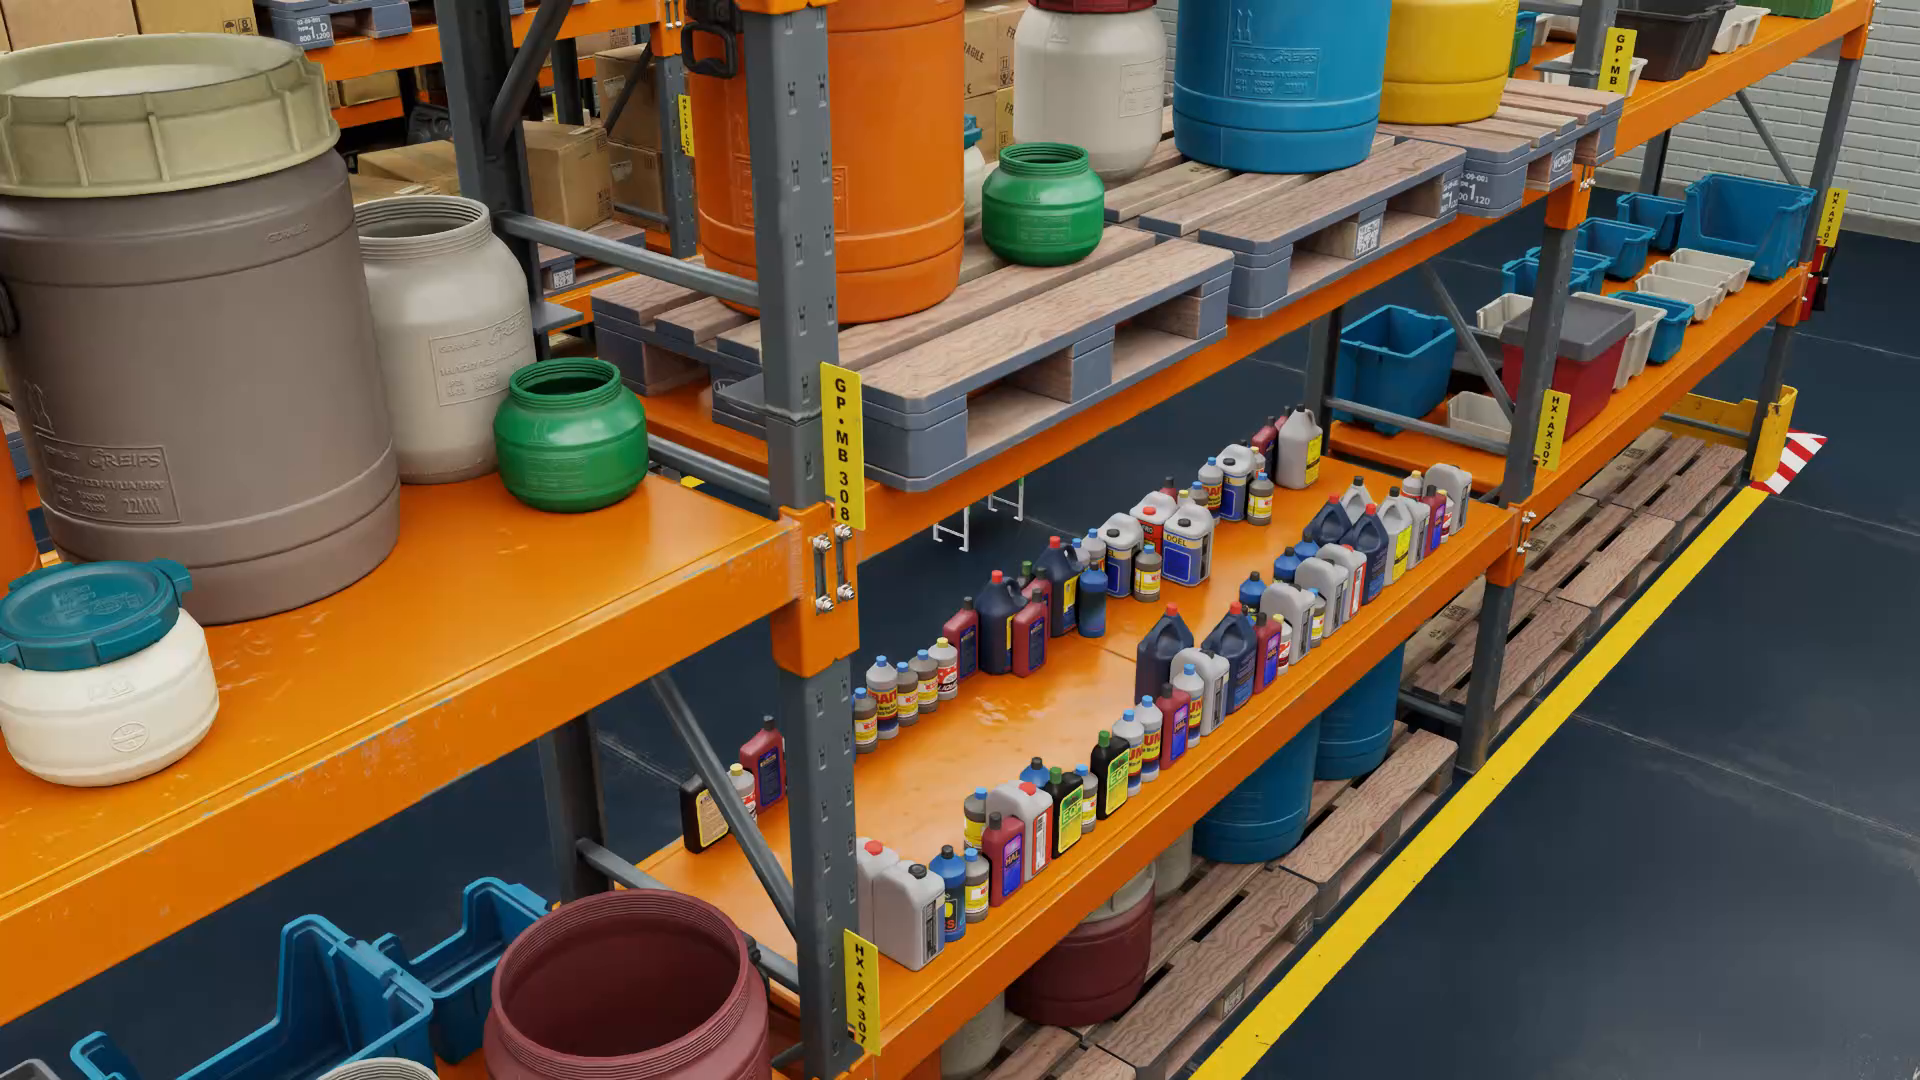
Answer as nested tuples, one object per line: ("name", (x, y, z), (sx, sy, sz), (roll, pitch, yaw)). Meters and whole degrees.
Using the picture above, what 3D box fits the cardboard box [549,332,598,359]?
("cardboard box", (-2.423, -0.901, 9.968), (0.500, 0.500, 0.500), (19, 33, 32))

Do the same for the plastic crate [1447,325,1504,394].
("plastic crate", (2.397, -0.847, 7.856), (0.437, 0.125, 0.590), (21, 34, 34))

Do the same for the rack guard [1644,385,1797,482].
("rack guard", (4.442, -0.787, 10.228), (1.175, 0.500, 0.348), (21, 34, 34))

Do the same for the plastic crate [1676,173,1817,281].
("plastic crate", (4.367, -1.754, 9.273), (0.616, 0.435, 0.499), (21, 34, 34))

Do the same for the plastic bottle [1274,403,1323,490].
("plastic bottle", (1.392, -0.401, 6.814), (0.144, 0.351, 0.185), (21, 34, 34))

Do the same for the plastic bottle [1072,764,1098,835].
("plastic bottle", (0.346, 0.736, 4.779), (0.097, 0.201, 0.097), (0, 27, 0))

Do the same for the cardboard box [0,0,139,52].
("cardboard box", (-3.896, -2.220, 6.903), (0.910, 0.500, 0.500), (21, 34, 34))

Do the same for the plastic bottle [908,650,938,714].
("plastic bottle", (-0.118, 0.447, 5.338), (0.097, 0.201, 0.097), (0, 27, 0))

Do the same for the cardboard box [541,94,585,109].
("cardboard box", (-3.651, -3.970, 15.218), (0.380, 0.149, 0.250), (21, 34, 35))

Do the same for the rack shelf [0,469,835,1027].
("rack shelf", (-1.924, 0.648, 2.252), (1.077, 0.370, 4.000), (21, 34, 34))

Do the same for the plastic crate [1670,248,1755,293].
("plastic crate", (4.057, -1.453, 9.015), (0.396, 0.136, 0.243), (21, 34, 34))

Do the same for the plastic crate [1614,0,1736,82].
("plastic crate", (2.894, -2.101, 6.925), (0.497, 0.269, 0.590), (21, 34, 34))

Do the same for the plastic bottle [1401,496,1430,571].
("plastic bottle", (1.658, -0.048, 6.214), (0.152, 0.276, 0.135), (21, 34, 34))

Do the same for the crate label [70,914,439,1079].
("crate label", (-1.493, 1.209, 3.610), (0.502, 0.435, 0.616), (21, 34, 34))

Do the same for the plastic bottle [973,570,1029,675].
("plastic bottle", (0.136, 0.256, 5.545), (0.144, 0.351, 0.185), (21, 34, 34))

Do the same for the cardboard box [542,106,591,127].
("cardboard box", (-3.517, -3.769, 14.828), (0.380, 0.149, 0.250), (20, 34, 34))

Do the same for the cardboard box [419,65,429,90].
("cardboard box", (-4.471, -4.201, 13.780), (0.980, 0.700, 0.700), (19, 33, 32))

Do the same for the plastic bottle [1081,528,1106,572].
("plastic bottle", (0.472, 0.087, 5.958), (0.097, 0.271, 0.097), (0, 27, 0))

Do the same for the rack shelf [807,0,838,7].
("rack shelf", (0.620, -1.925, 4.396), (1.077, 0.370, 4.000), (21, 34, 34))

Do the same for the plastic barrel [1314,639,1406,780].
("plastic barrel", (1.533, 0.466, 6.911), (0.600, 0.901, 0.708), (21, 34, 34))

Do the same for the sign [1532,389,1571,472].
("sign", (2.315, -0.428, 6.512), (0.100, 0.325, 0.005), (21, 34, 34))

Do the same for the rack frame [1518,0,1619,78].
("rack frame", (1.892, -3.132, 5.510), (1.000, 3.000, 0.127), (21, 34, 34))

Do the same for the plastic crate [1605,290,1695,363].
("plastic crate", (3.328, -1.034, 8.102), (0.416, 0.233, 0.300), (21, 34, 34))

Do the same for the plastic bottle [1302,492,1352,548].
("plastic bottle", (1.331, 0.000, 6.039), (0.144, 0.351, 0.185), (21, 34, 34))

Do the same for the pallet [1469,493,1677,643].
("pallet", (3.106, 0.065, 8.895), (1.003, 0.211, 1.213), (21, 34, 34))

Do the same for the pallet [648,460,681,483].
("pallet", (-2.416, -0.378, 9.751), (1.003, 0.211, 1.213), (21, 34, 34))

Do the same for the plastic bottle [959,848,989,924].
("plastic bottle", (0.029, 0.913, 4.437), (0.097, 0.201, 0.097), (0, 27, 0))

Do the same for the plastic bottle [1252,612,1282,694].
("plastic bottle", (0.993, 0.353, 5.431), (0.061, 0.283, 0.133), (21, 34, 34))

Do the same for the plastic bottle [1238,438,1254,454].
("plastic bottle", (1.124, -0.276, 6.660), (0.097, 0.271, 0.097), (0, 27, 0))

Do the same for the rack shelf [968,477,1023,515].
("rack shelf", (0.105, -0.322, 9.227), (0.258, 0.148, 0.480), (21, 34, 34))

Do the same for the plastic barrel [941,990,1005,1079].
("plastic barrel", (-0.064, 1.465, 5.404), (0.421, 0.512, 0.421), (0, 27, 0))

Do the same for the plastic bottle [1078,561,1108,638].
("plastic bottle", (0.460, 0.198, 5.743), (0.097, 0.271, 0.097), (0, 27, 0))

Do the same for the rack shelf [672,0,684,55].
("rack shelf", (-0.656, -3.638, 10.536), (1.077, 0.370, 4.000), (21, 34, 34))

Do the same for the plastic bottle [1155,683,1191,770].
("plastic bottle", (0.643, 0.548, 5.054), (0.061, 0.283, 0.133), (21, 34, 34))

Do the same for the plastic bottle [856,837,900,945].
("plastic bottle", (-0.245, 0.903, 4.375), (0.152, 0.276, 0.135), (21, 34, 34))

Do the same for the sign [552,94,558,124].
("sign", (-2.351, -2.456, 9.791), (0.100, 0.325, 0.005), (21, 34, 34))

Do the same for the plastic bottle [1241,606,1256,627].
("plastic bottle", (0.920, 0.341, 5.466), (0.097, 0.271, 0.097), (0, 27, 0))

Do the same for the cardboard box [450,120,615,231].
("cardboard box", (-2.402, -2.044, 9.371), (0.700, 0.500, 0.500), (9, 29, 18))

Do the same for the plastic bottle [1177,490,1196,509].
("plastic bottle", (0.852, -0.094, 6.384), (0.097, 0.201, 0.097), (0, 27, 0))

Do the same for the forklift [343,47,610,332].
("forklift", (-3.649, -2.712, 11.302), (1.130, 2.935, 3.031), (22, 35, 36))

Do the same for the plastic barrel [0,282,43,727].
("plastic barrel", (-1.758, -0.112, 2.470), (0.600, 0.830, 0.708), (21, 34, 34))

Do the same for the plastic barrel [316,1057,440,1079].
("plastic barrel", (-1.142, 1.329, 3.295), (0.421, 0.512, 0.421), (0, 27, 0))

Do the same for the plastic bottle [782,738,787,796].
("plastic bottle", (-0.490, 0.654, 4.938), (0.097, 0.201, 0.097), (0, 27, 0))

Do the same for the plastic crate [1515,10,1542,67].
("plastic crate", (2.225, -2.141, 7.042), (0.416, 0.233, 0.300), (21, 34, 34))

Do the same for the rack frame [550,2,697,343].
("rack frame", (-1.928, -1.916, 9.689), (1.000, 3.000, 0.127), (21, 34, 34))

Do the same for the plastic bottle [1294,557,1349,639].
("plastic bottle", (1.252, 0.178, 5.776), (0.152, 0.276, 0.135), (21, 34, 34))

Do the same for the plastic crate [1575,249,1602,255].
("plastic crate", (3.326, -1.473, 9.055), (0.250, 0.136, 0.298), (21, 34, 34))

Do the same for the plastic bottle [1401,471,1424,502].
("plastic bottle", (1.783, -0.174, 6.539), (0.097, 0.201, 0.097), (0, 27, 0))

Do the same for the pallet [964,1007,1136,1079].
("pallet", (-0.183, 1.898, 5.351), (1.003, 0.211, 1.213), (21, 34, 34))

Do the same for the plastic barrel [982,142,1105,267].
("plastic barrel", (0.199, -0.807, 3.993), (0.294, 0.245, 0.294), (0, 27, 0))

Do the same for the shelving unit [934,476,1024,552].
("shelving unit", (0.105, -0.592, 9.088), (0.258, 1.200, 0.503), (21, 34, 34))

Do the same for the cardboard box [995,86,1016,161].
("cardboard box", (0.214, -2.955, 11.589), (0.500, 0.500, 0.500), (21, 34, 35))
